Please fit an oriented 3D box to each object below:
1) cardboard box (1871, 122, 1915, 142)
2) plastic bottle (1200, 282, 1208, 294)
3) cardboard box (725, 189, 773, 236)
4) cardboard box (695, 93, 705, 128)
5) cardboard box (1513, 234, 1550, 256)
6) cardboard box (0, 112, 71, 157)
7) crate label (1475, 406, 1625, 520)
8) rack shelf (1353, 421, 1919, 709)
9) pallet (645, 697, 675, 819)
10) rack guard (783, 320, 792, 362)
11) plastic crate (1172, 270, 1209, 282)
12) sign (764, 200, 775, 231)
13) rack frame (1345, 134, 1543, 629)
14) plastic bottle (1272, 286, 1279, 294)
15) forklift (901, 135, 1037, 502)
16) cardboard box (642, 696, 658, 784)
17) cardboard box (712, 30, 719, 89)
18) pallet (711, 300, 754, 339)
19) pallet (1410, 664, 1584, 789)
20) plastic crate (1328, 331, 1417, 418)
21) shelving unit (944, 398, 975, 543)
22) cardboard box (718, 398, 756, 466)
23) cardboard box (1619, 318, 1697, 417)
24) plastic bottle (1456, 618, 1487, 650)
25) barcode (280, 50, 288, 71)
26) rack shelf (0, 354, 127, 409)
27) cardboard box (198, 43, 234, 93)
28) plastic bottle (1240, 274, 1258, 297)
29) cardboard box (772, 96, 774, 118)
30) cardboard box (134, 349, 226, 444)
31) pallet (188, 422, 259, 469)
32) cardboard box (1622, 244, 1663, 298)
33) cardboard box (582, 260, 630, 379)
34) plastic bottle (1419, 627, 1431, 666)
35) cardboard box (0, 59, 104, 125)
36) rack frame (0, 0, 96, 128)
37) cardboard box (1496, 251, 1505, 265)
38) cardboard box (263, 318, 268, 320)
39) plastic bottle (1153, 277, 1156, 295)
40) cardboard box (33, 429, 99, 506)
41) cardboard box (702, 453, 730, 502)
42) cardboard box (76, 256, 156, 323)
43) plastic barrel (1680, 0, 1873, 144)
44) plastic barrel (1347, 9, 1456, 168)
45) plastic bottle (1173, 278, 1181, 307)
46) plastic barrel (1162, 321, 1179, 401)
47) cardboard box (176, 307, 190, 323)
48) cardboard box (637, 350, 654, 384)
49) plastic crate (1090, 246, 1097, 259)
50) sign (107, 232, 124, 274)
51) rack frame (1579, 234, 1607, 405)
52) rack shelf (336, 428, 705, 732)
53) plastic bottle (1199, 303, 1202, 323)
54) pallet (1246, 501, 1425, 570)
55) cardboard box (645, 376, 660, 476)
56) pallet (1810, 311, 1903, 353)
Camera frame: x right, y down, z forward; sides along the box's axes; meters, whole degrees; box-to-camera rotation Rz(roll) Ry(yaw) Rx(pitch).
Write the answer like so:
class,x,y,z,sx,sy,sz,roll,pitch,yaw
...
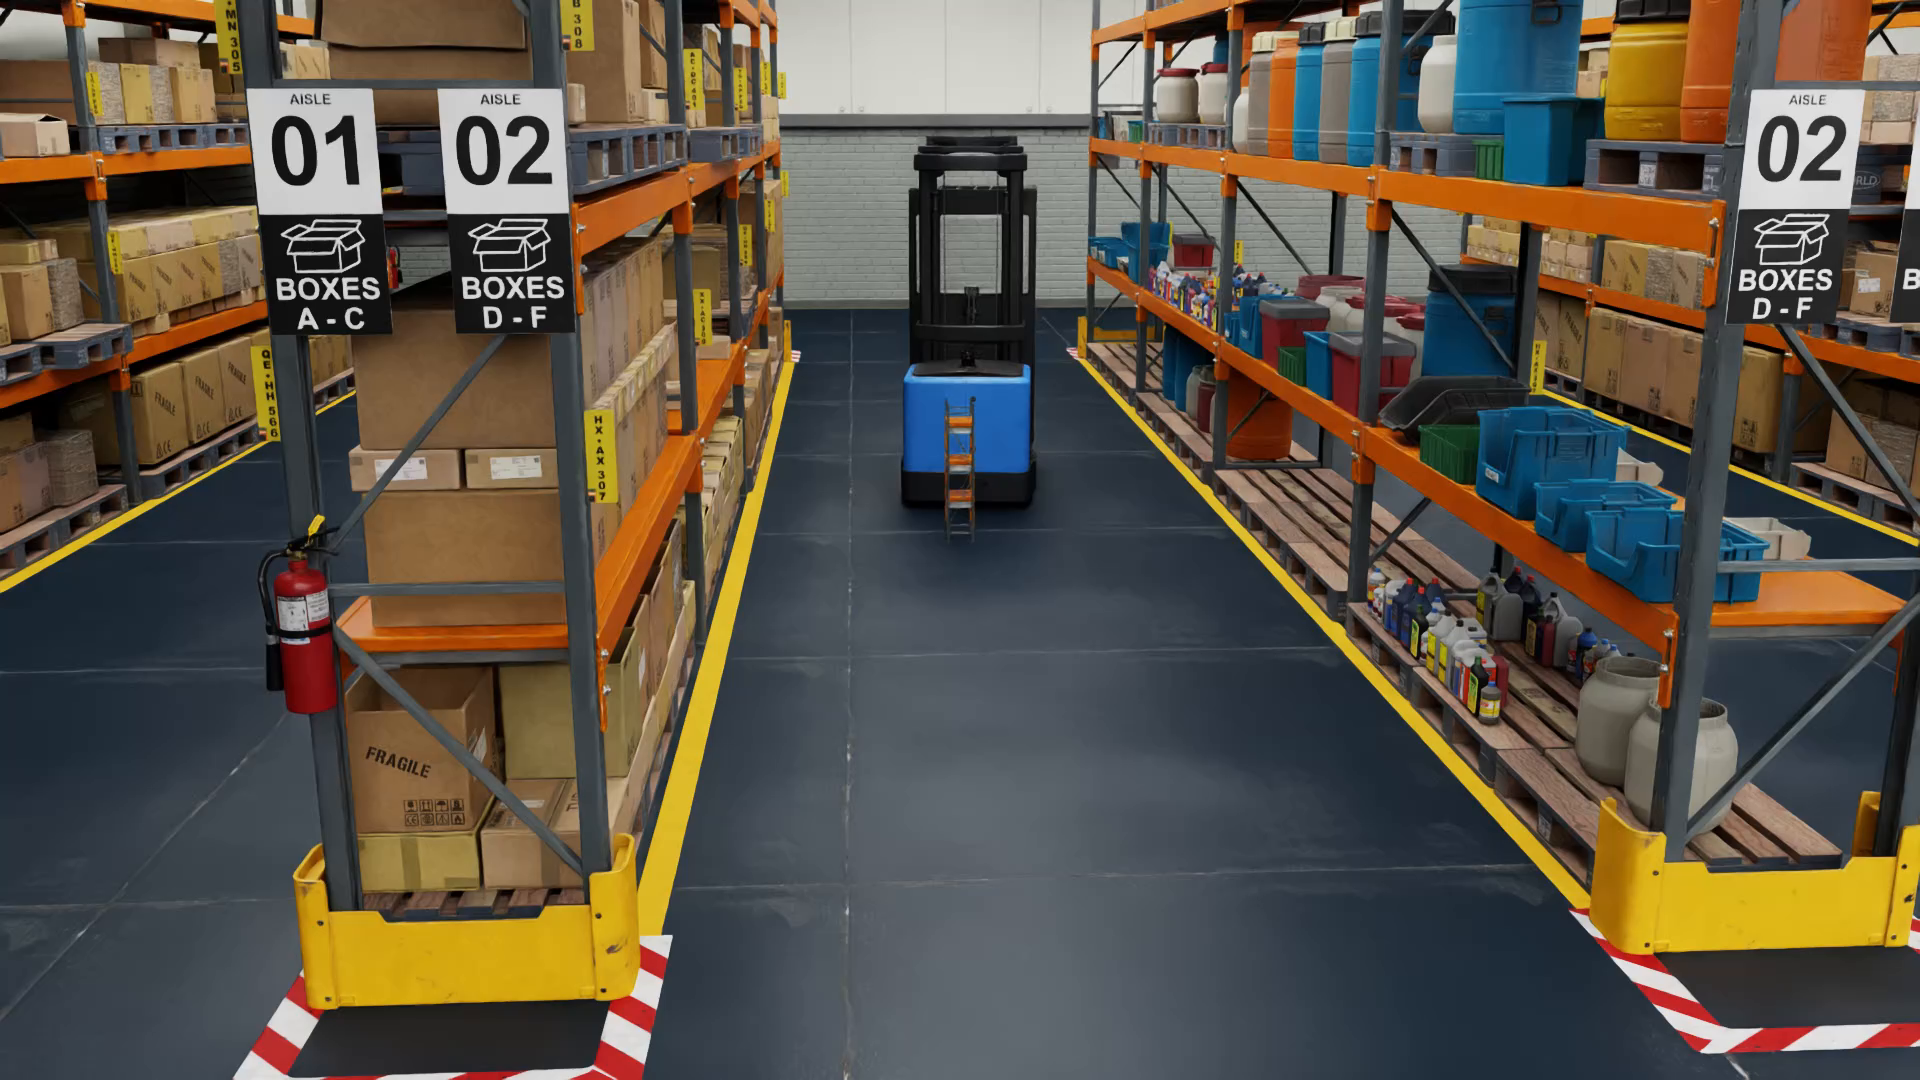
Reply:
class,x,y,z,sx,sy,sz,roll,pitch,yaw
cardboard box,7.407,-3.097,12.823,0.500,0.250,0.500,-1,14,-2
plastic bottle,2.268,-2.259,15.519,0.061,0.283,0.133,-1,14,-3
cardboard box,-2.315,-3.590,18.254,0.500,0.500,0.500,-1,14,-5
cardboard box,-2.152,-3.154,12.205,0.500,0.250,0.500,0,14,-2
cardboard box,6.969,-3.519,19.886,0.500,0.250,0.500,-1,14,-5
cardboard box,-6.917,-2.980,12.208,0.500,0.311,0.500,-1,14,-3
crate label,2.769,-0.370,7.873,0.502,0.435,0.616,-1,14,-3
rack shelf,3.029,-0.048,8.137,1.077,0.370,4.000,-1,14,-3
pallet,-1.953,1.035,8.081,1.003,0.211,1.213,-1,14,-3
rack guard,-2.778,-2.573,21.524,1.175,0.500,0.348,-1,14,-3
plastic crate,2.523,-2.903,18.197,0.396,0.136,0.243,-1,14,-3
sign,-1.981,-3.378,17.312,0.100,0.325,0.005,-1,14,-3
rack frame,2.905,-0.894,9.981,1.000,3.000,0.127,-1,14,-3
plastic bottle,2.916,-2.198,15.308,0.097,0.271,0.097,0,14,0
forklift,0.119,-2.039,14.569,1.130,2.935,3.031,1,14,3
cardboard box,-1.668,0.919,7.609,0.500,0.250,0.500,-1,14,-3
cardboard box,-2.371,-4.161,14.451,0.500,0.500,0.500,-1,14,-3
pallet,-2.399,-1.888,14.228,1.213,0.211,1.003,-1,14,-3
pallet,2.984,0.928,8.494,1.003,0.211,1.213,-1,14,-3
plastic crate,2.570,-1.041,10.422,0.402,0.464,0.583,-1,14,-3
shelving unit,-0.003,-0.522,12.447,0.215,1.050,0.252,-1,14,-3
cardboard box,-2.030,-0.933,14.267,0.500,0.500,0.500,0,14,-1
cardboard box,7.469,-1.753,16.742,1.225,0.875,0.875,-1,14,-5
plastic bottle,2.725,0.563,8.900,0.152,0.276,0.135,-1,14,-3
barcode,-2.291,-1.625,5.637,0.001,0.075,0.075,-1,14,-3
rack shelf,-7.107,-0.890,11.409,1.077,0.370,4.000,-1,14,-3
cardboard box,-7.755,-4.896,17.267,0.500,0.500,0.500,-1,14,-4
plastic bottle,2.718,-2.326,15.647,0.144,0.351,0.185,-1,14,-3
cardboard box,-2.438,-5.052,19.421,0.500,0.250,0.500,-1,14,-3
cardboard box,-7.193,-1.301,15.034,0.750,0.750,0.750,-1,14,-4
pallet,-7.277,-0.885,15.543,1.003,0.211,1.213,-1,14,-3
cardboard box,7.164,-2.765,17.053,0.500,0.500,0.500,-1,14,-3
cardboard box,-1.912,-1.010,7.629,0.700,0.500,0.500,-1,14,-3
plastic bottle,2.547,0.573,9.012,0.097,0.201,0.097,0,14,0
cardboard box,-7.318,-3.567,13.268,0.700,0.500,0.500,-2,15,-8
rack frame,-7.231,-4.641,12.505,1.000,3.000,0.127,-1,14,-3
cardboard box,6.863,-3.484,20.552,0.380,0.149,0.250,-1,14,-5
cardboard box,-7.678,-2.445,18.882,0.380,0.149,0.250,-1,14,-3
plastic bottle,2.040,-2.628,17.119,0.097,0.201,0.097,0,14,0
cardboard box,-7.134,-0.560,12.816,0.700,0.500,0.500,-1,14,-3
cardboard box,-1.913,-0.451,11.808,0.500,0.311,0.500,0,14,-2
cardboard box,-7.005,-2.063,13.685,0.500,0.500,0.500,0,14,-2
plastic barrel,2.996,-1.882,6.097,0.600,0.830,0.708,-1,14,-3
plastic barrel,2.657,-2.712,10.023,0.600,0.901,0.708,-1,14,-3
plastic bottle,2.109,-2.383,16.026,0.097,0.271,0.097,0,14,0
plastic barrel,2.426,-1.935,17.396,0.600,0.901,0.708,-1,14,-3
cardboard box,-7.128,-2.029,14.855,0.380,0.149,0.250,-1,14,-3
cardboard box,-1.747,-0.863,8.360,0.380,0.149,0.250,-1,14,-4
plastic crate,1.786,-3.632,21.032,0.250,0.136,0.298,-1,14,-3
sign,-6.690,-2.269,13.160,0.100,0.325,0.005,-1,14,-3
rack frame,7.353,-2.960,18.011,1.000,3.000,0.127,-1,14,-3
rack shelf,-1.915,0.028,7.843,1.077,0.370,4.000,-1,14,-3
plastic bottle,2.185,-2.045,14.855,0.097,0.201,0.097,0,14,0
pallet,2.739,-0.042,12.267,1.003,0.211,1.213,-1,14,-3
cardboard box,-1.966,-0.625,8.737,0.700,0.500,0.500,-1,14,-4
pallet,7.751,-1.697,13.486,1.213,0.211,1.003,-1,14,-3
